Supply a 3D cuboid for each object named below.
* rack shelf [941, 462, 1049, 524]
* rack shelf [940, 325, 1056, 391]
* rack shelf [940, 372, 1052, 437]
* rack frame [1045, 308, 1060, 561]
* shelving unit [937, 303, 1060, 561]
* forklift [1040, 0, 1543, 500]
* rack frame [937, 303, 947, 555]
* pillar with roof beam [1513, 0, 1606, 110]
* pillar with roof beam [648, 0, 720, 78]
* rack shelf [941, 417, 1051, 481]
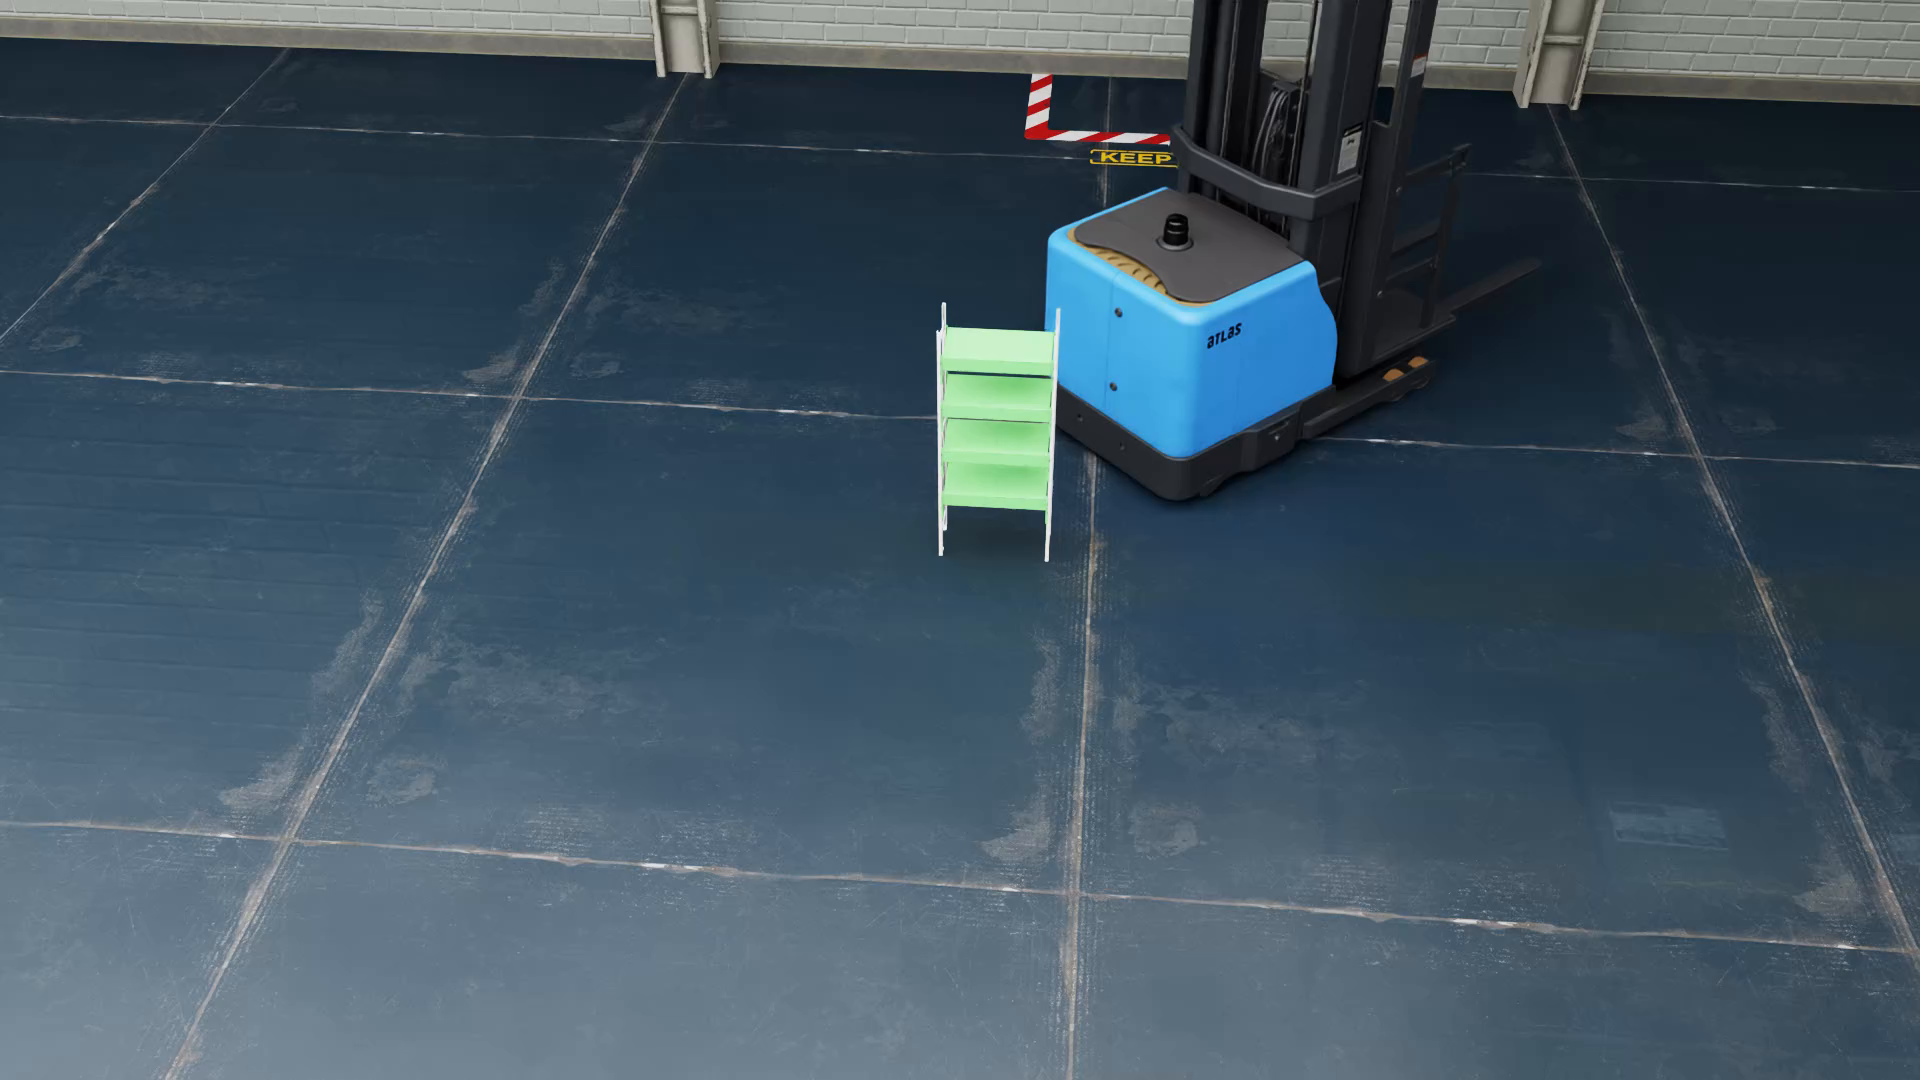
[{"bbox_3d":[0.165,-0.221,7.552,0.480,0.148,0.258,3,39,4],"label":"rack shelf"},{"bbox_3d":[0.165,-0.779,7.097,0.480,0.148,0.258,3,39,4],"label":"rack shelf"},{"bbox_3d":[0.165,-0.593,7.249,0.480,0.148,0.258,3,39,4],"label":"rack shelf"},{"bbox_3d":[0.408,-0.443,7.344,0.015,1.200,0.240,3,39,4],"label":"rack frame"},{"bbox_3d":[0.165,-0.456,7.360,0.503,1.200,0.258,3,39,4],"label":"shelving unit"},{"bbox_3d":[1.870,-2.092,7.999,3.031,2.935,1.130,-27,46,-29],"label":"forklift"},{"bbox_3d":[-0.078,-0.470,7.376,0.015,1.200,0.240,3,39,4],"label":"rack frame"},{"bbox_3d":[3.671,-3.830,5.326,0.400,9.000,9.100,3,39,4],"label":"pillar with roof beam"},{"bbox_3d":[-2.307,-4.156,5.728,0.400,9.000,9.100,3,39,4],"label":"pillar with roof beam"},{"bbox_3d":[0.165,-0.407,7.400,0.480,0.148,0.258,3,39,4],"label":"rack shelf"}]
